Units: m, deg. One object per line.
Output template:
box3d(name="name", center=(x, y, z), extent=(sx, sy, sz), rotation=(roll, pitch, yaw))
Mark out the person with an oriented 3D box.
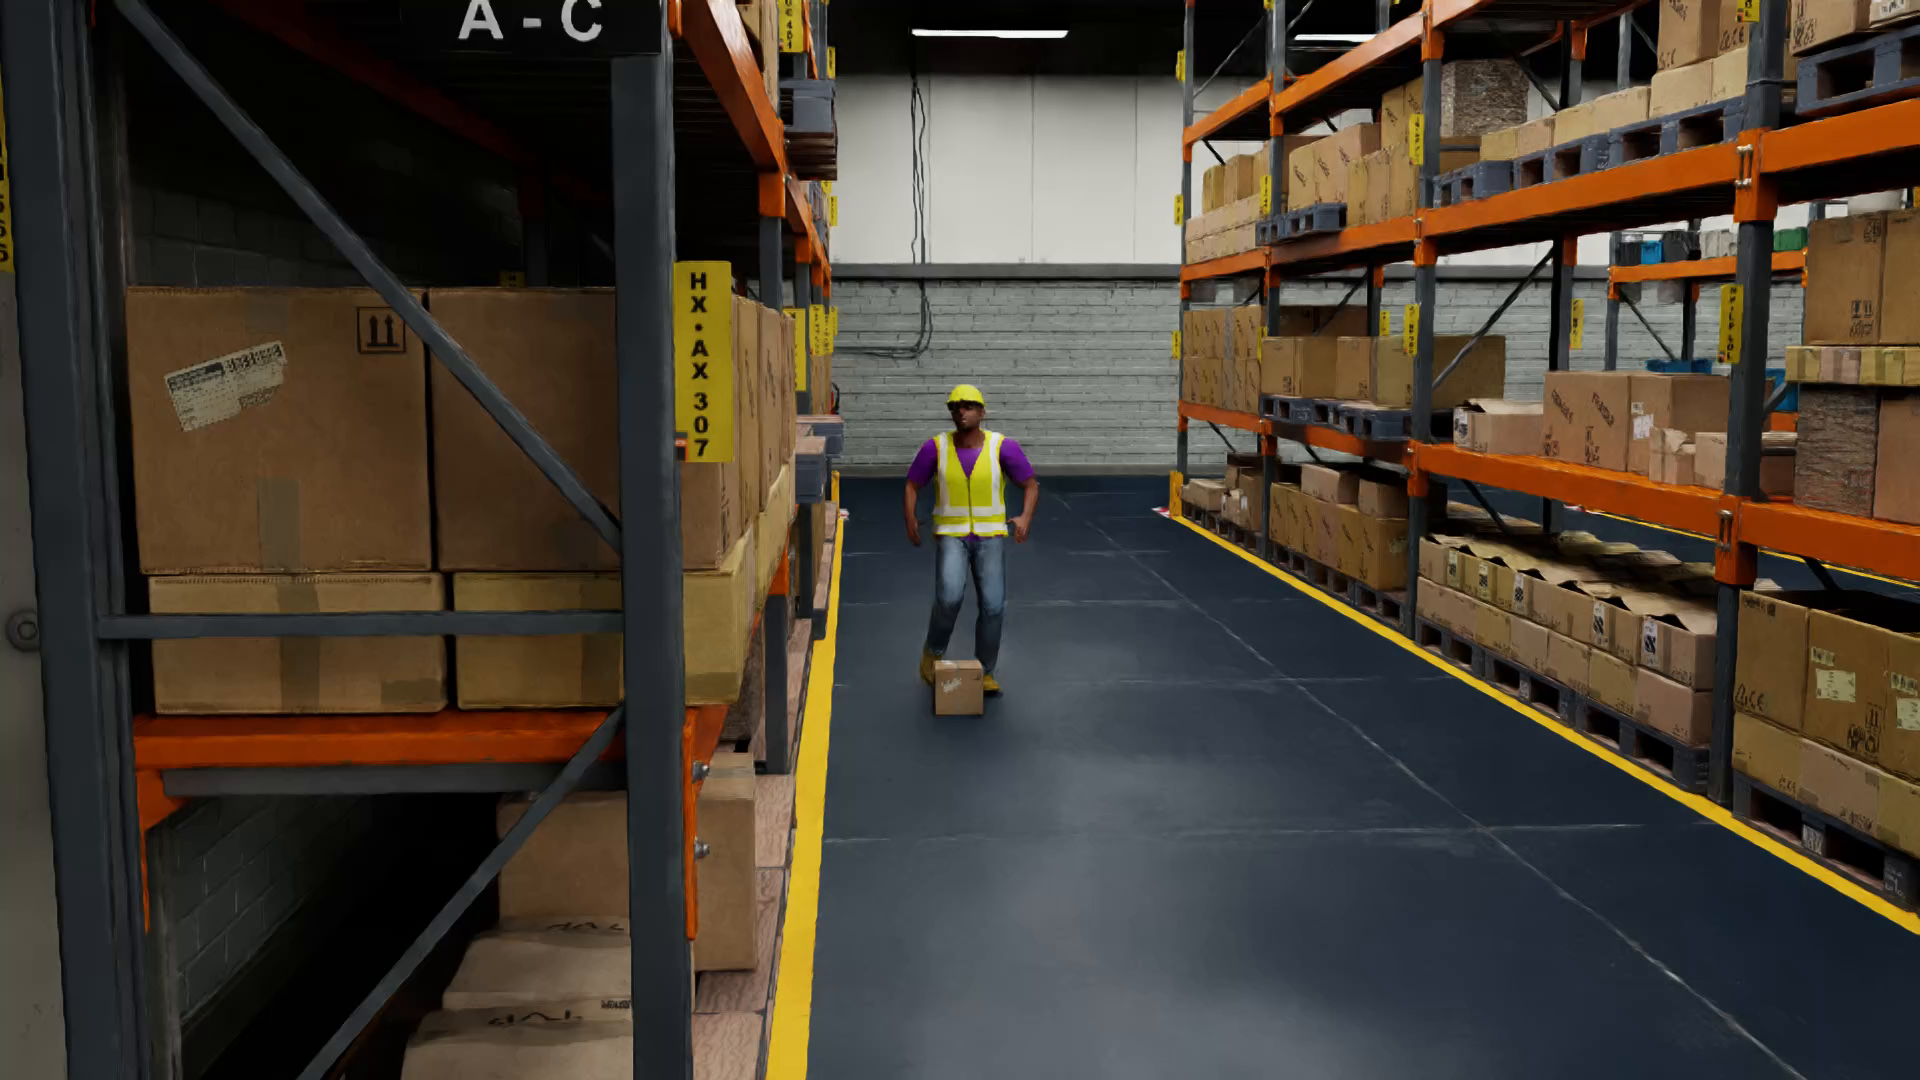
box3d(name="person", center=(0.072, -0.010, 9.329), extent=(0.767, 1.729, 0.516), rotation=(-1, 7, -6))
